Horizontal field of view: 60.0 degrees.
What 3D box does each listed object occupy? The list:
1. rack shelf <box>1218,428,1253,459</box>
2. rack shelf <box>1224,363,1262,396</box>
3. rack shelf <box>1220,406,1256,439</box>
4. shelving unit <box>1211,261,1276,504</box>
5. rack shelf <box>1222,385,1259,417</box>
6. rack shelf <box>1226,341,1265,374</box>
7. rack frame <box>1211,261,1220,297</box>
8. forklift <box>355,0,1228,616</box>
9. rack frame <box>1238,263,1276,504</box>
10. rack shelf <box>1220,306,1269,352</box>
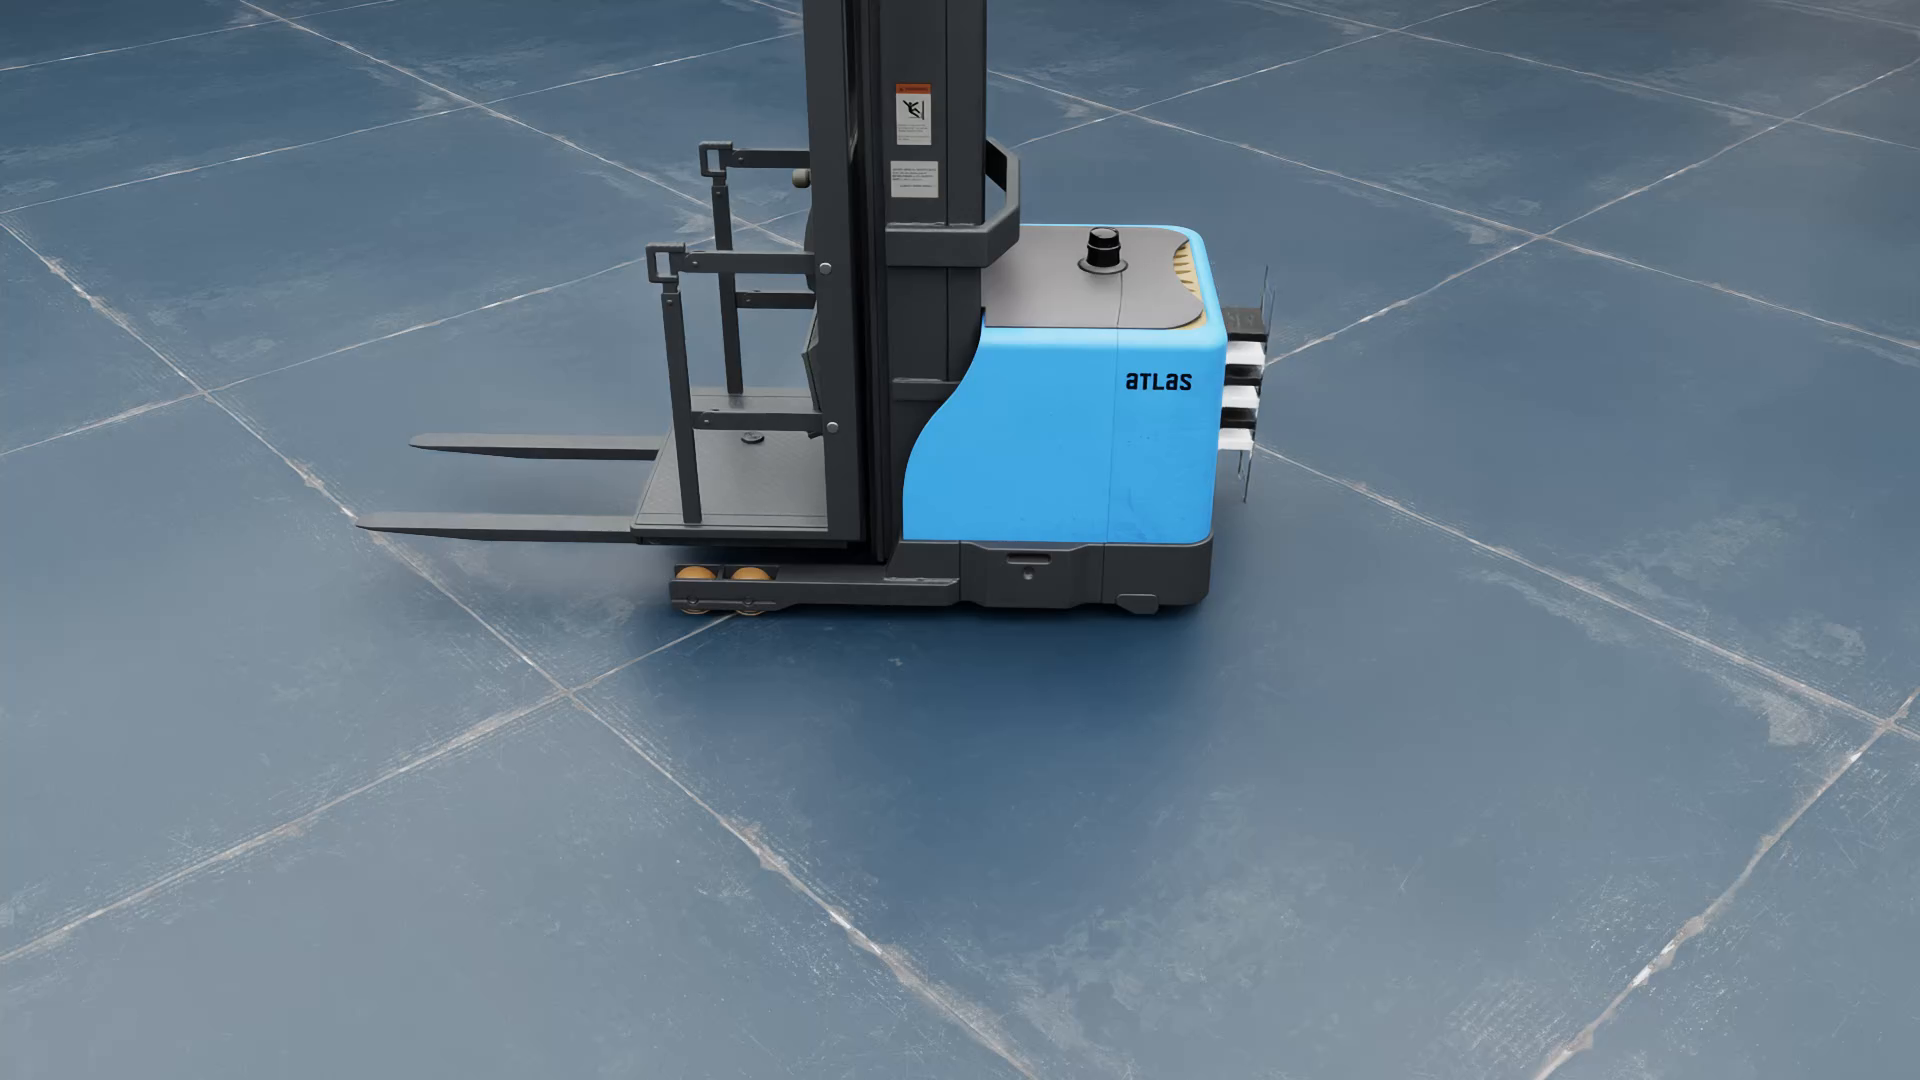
[{"bbox_3d":[1.021,-0.411,6.462,0.200,0.077,0.258,3,31,1],"label":"rack shelf"},{"bbox_3d":[1.030,-0.641,6.321,0.200,0.077,0.258,3,31,1],"label":"rack shelf"},{"bbox_3d":[1.024,-0.488,6.415,0.200,0.077,0.258,3,31,1],"label":"rack shelf"},{"bbox_3d":[1.028,-0.593,6.350,0.210,0.900,0.258,3,31,1],"label":"shelving unit"},{"bbox_3d":[1.027,-0.564,6.368,0.200,0.077,0.258,3,31,1],"label":"rack shelf"},{"bbox_3d":[1.033,-0.718,6.274,0.200,0.077,0.258,3,31,1],"label":"rack shelf"},{"bbox_3d":[0.927,-0.597,6.352,0.006,0.900,0.240,3,31,1],"label":"rack frame"},{"bbox_3d":[-0.629,-1.261,5.503,3.031,2.935,1.130,1,31,2],"label":"forklift"},{"bbox_3d":[1.130,-0.588,6.349,0.006,0.900,0.240,3,31,1],"label":"rack frame"},{"bbox_3d":[1.036,-0.795,6.227,0.200,0.077,0.258,3,31,1],"label":"rack shelf"}]
